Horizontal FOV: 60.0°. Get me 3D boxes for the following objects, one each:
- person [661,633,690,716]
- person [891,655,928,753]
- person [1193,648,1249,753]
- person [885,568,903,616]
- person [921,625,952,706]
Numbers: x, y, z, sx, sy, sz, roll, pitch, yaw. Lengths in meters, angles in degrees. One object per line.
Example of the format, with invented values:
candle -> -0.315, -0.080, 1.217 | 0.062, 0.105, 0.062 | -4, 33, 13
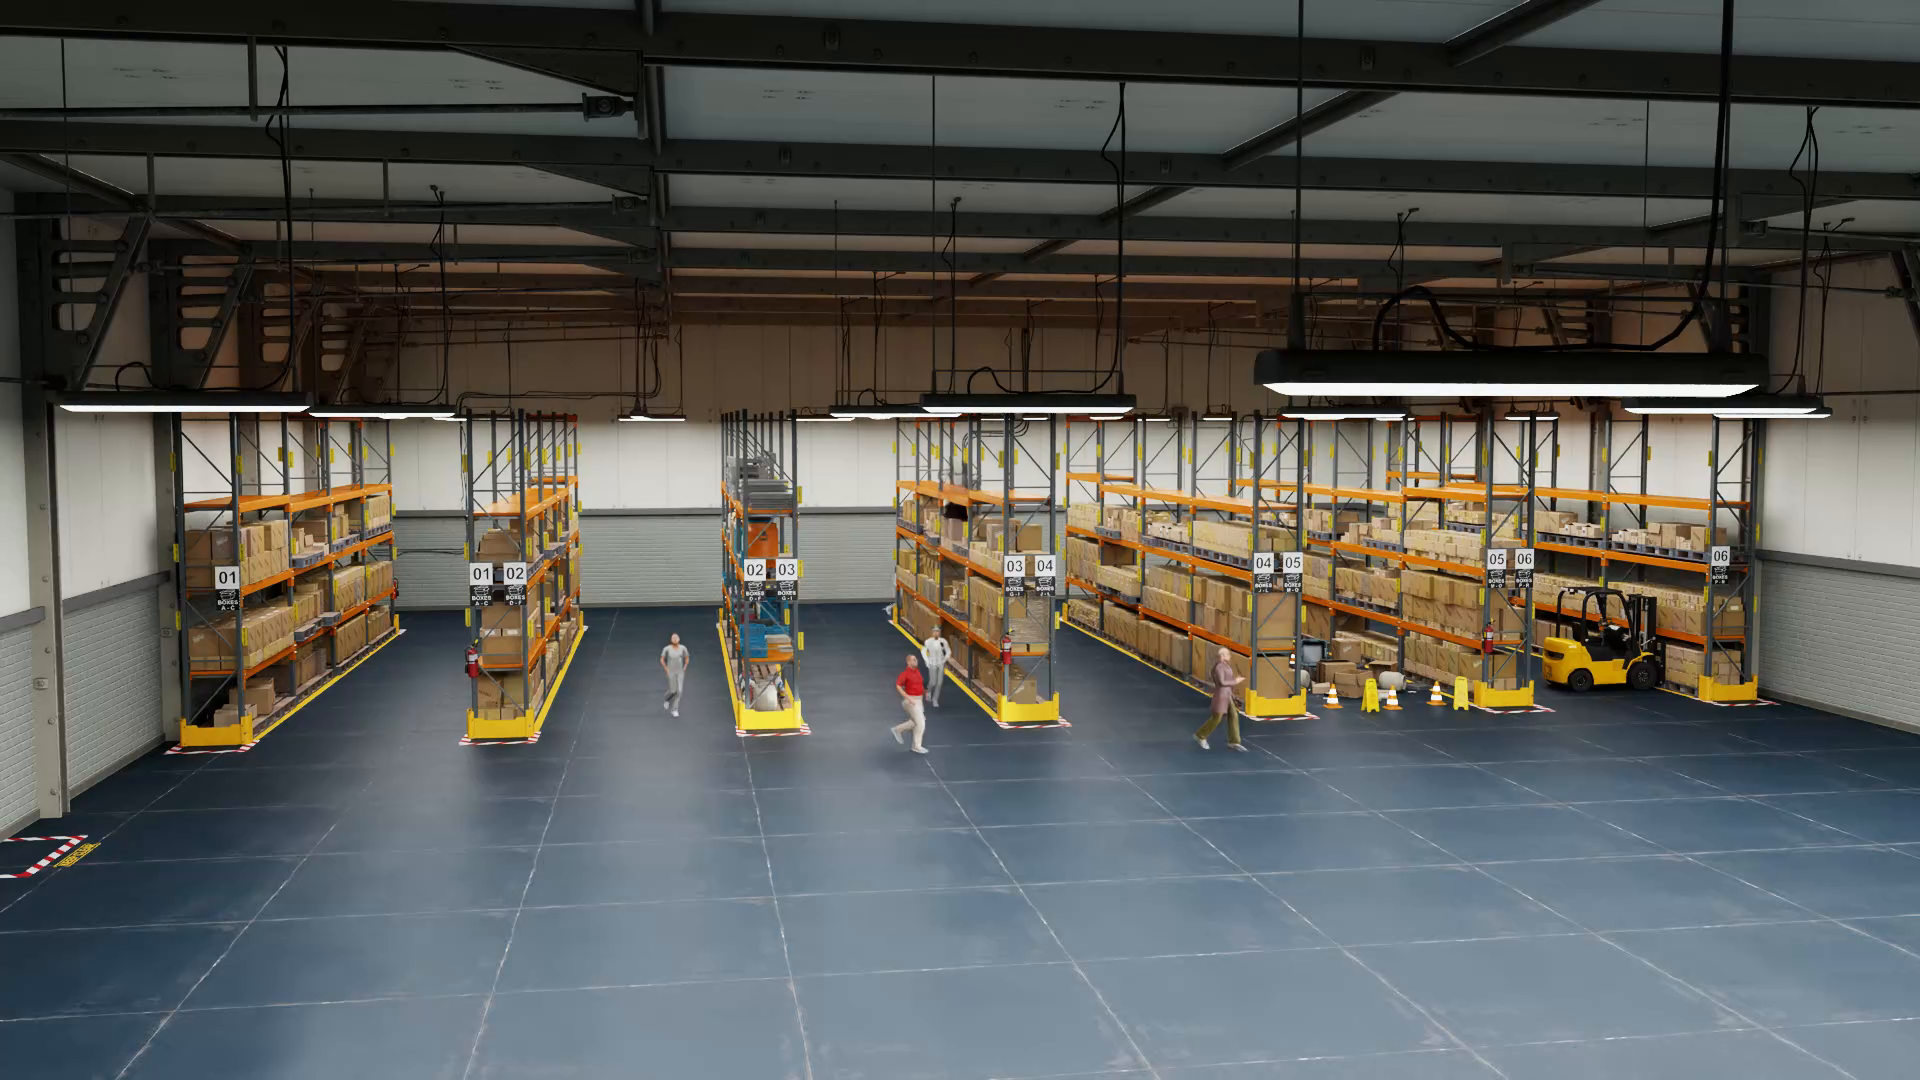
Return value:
person -> -5.599, 2.631, 32.756 | 0.560, 1.639, 0.605 | -2, 4, -21
person -> -0.878, 2.855, 29.138 | 0.719, 1.714, 0.657 | 2, 4, 22
person -> 4.549, 2.888, 29.023 | 0.968, 1.626, 0.702 | 2, 4, 24
person -> -1.875, 1.548, 48.946 | 0.655, 1.556, 0.576 | 0, 4, 1
person -> -0.467, 2.544, 33.767 | 0.605, 1.669, 0.569 | 0, 4, -7
